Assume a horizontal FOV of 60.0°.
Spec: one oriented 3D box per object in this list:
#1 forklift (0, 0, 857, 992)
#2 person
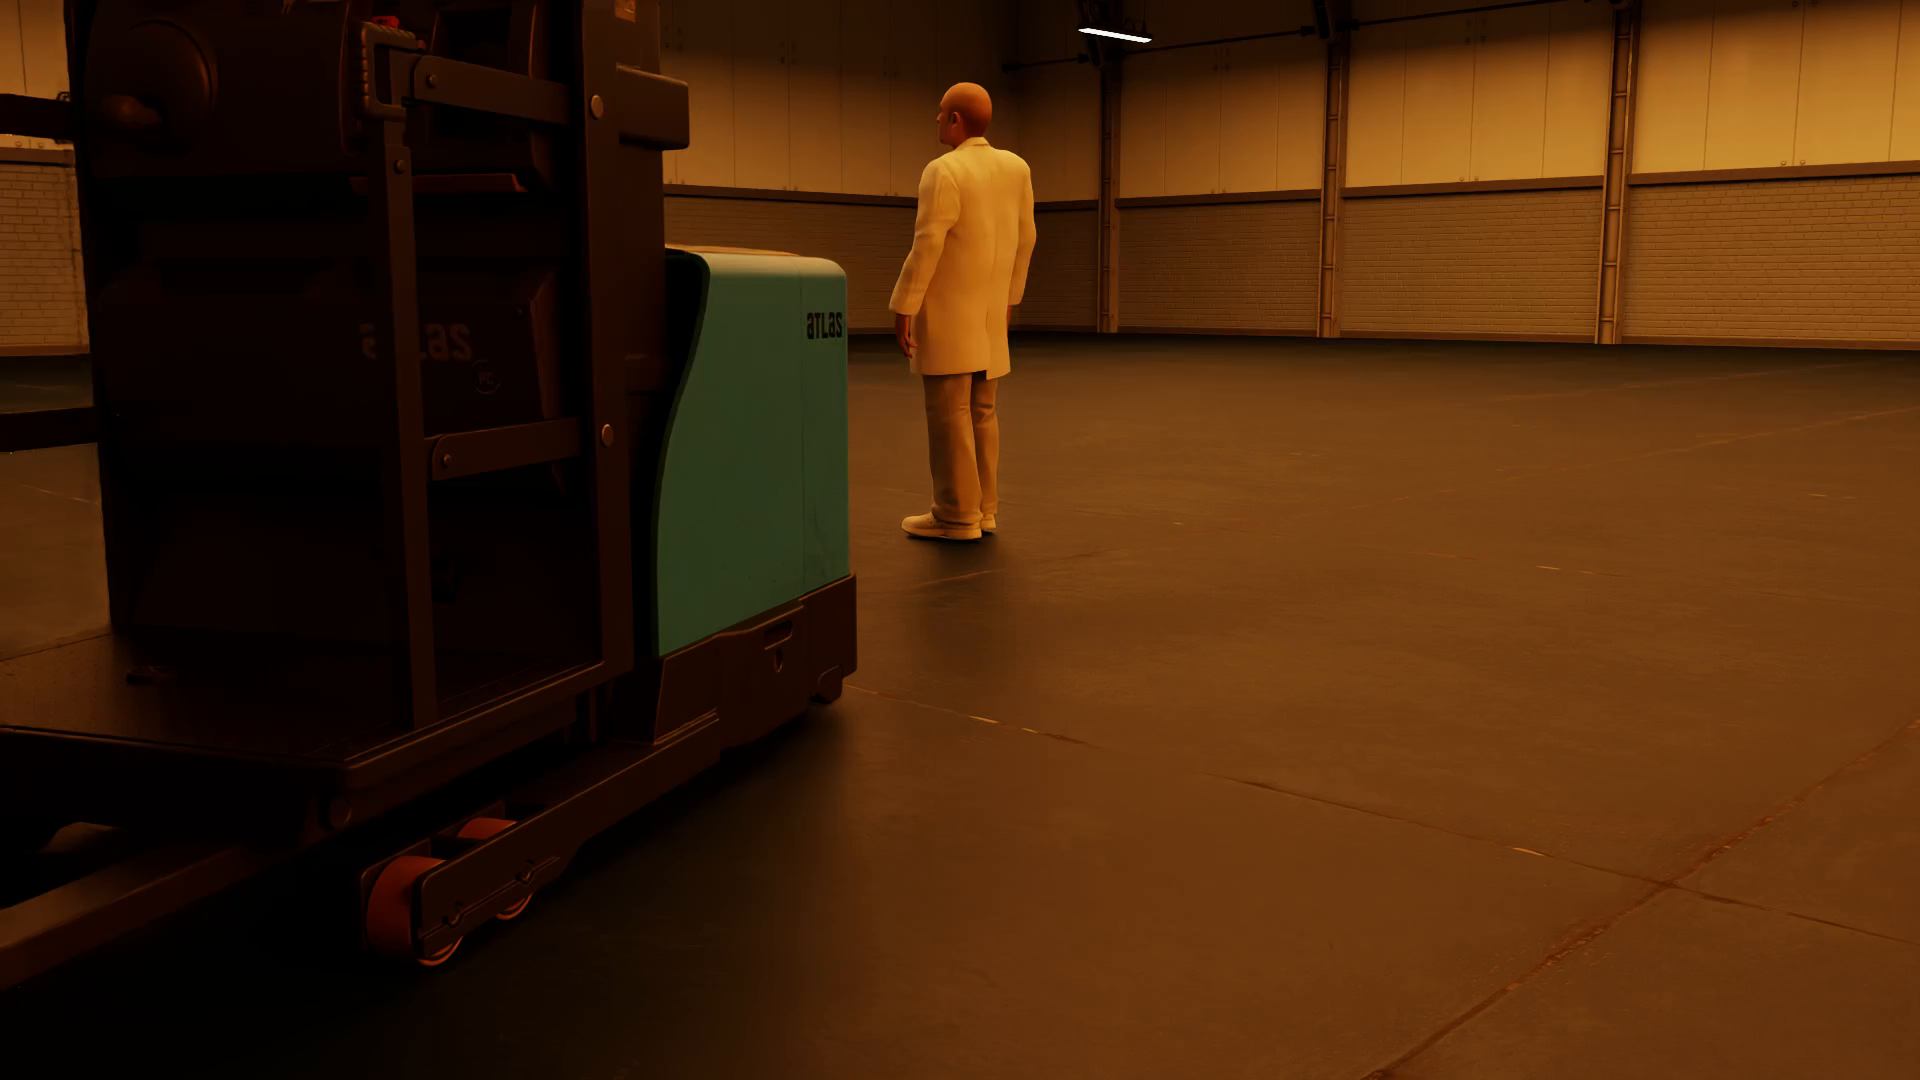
[{"bbox_3d":[-1.196,-0.878,2.706,1.130,2.935,3.031,3,9,18],"label":"forklift"},{"bbox_3d":[-0.063,-0.896,6.650,0.578,1.778,0.696,8,12,43],"label":"person"}]
